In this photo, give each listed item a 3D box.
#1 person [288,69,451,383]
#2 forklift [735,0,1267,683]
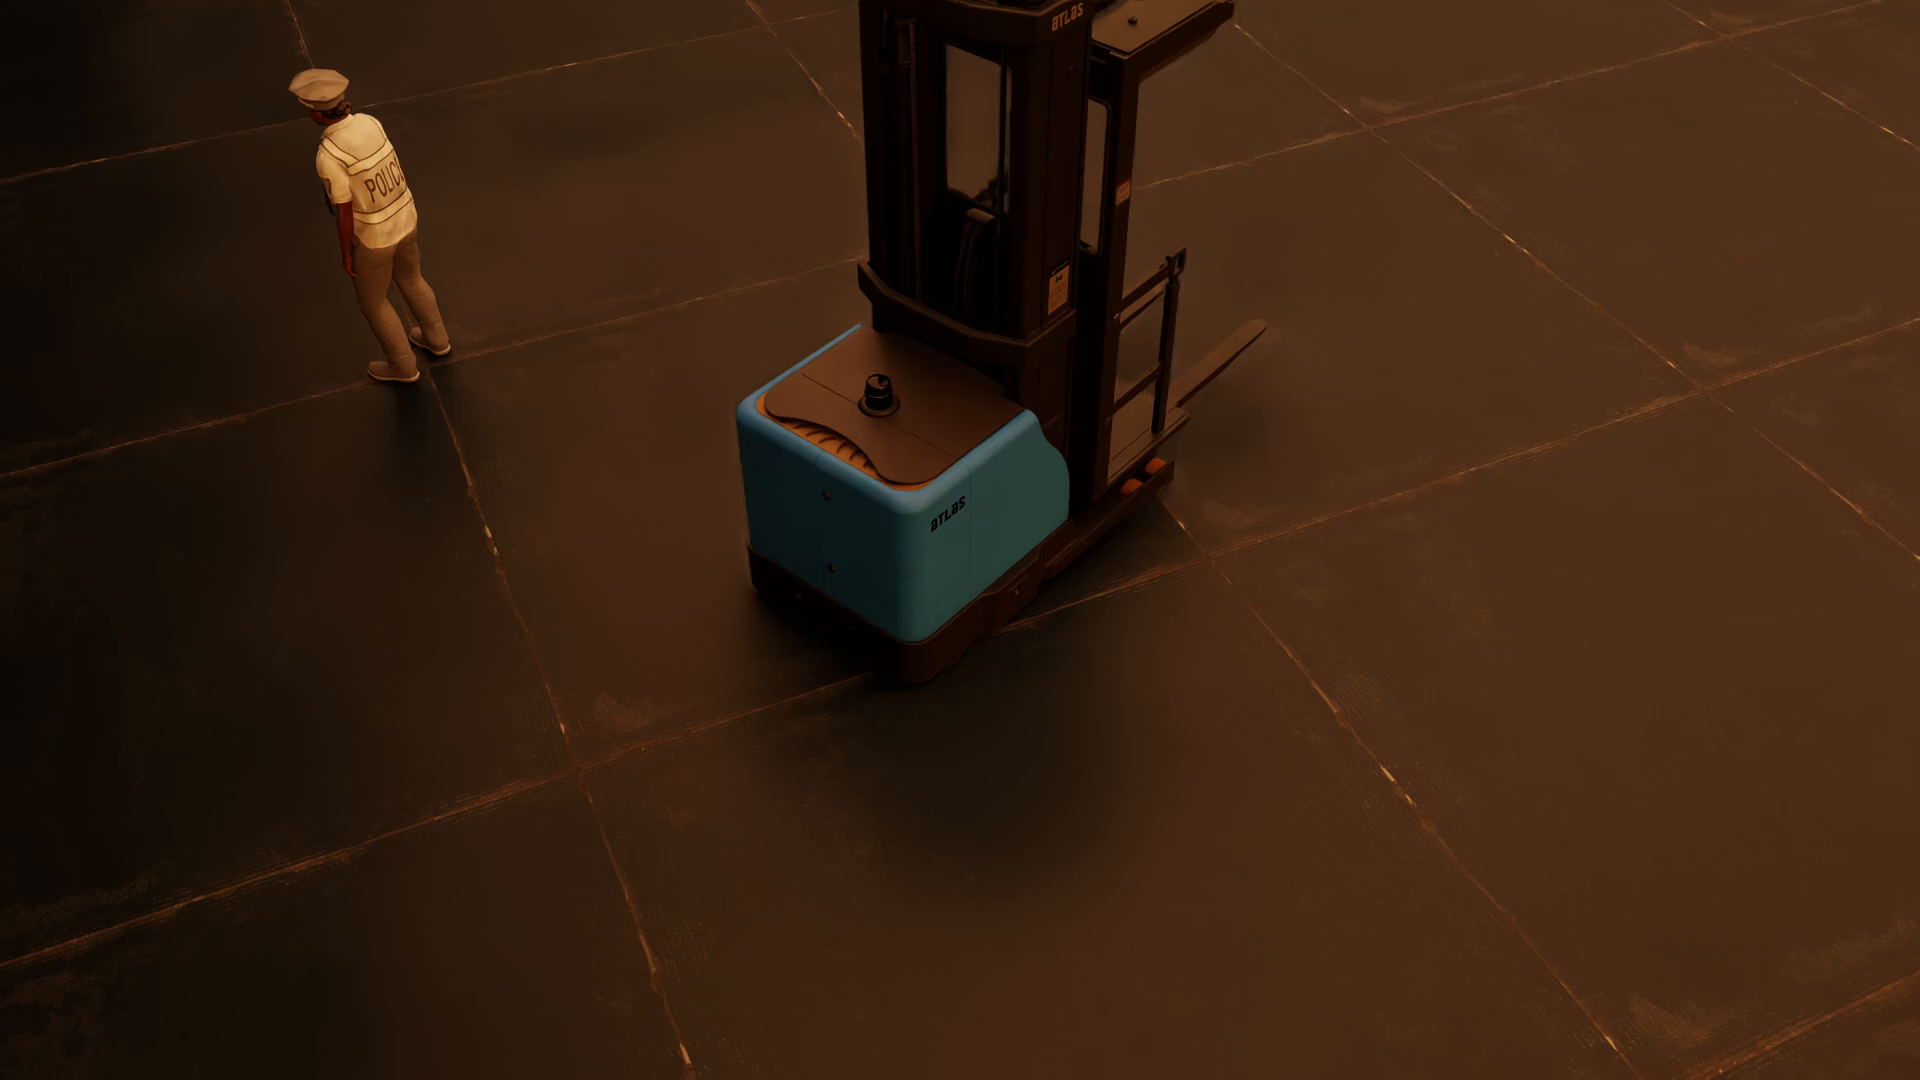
[{"bbox_3d":[-2.901,-1.537,8.263,0.396,1.656,0.519,17,46,17],"label":"person"},{"bbox_3d":[0.384,-1.401,7.181,1.130,2.935,3.031,30,51,28],"label":"forklift"}]
